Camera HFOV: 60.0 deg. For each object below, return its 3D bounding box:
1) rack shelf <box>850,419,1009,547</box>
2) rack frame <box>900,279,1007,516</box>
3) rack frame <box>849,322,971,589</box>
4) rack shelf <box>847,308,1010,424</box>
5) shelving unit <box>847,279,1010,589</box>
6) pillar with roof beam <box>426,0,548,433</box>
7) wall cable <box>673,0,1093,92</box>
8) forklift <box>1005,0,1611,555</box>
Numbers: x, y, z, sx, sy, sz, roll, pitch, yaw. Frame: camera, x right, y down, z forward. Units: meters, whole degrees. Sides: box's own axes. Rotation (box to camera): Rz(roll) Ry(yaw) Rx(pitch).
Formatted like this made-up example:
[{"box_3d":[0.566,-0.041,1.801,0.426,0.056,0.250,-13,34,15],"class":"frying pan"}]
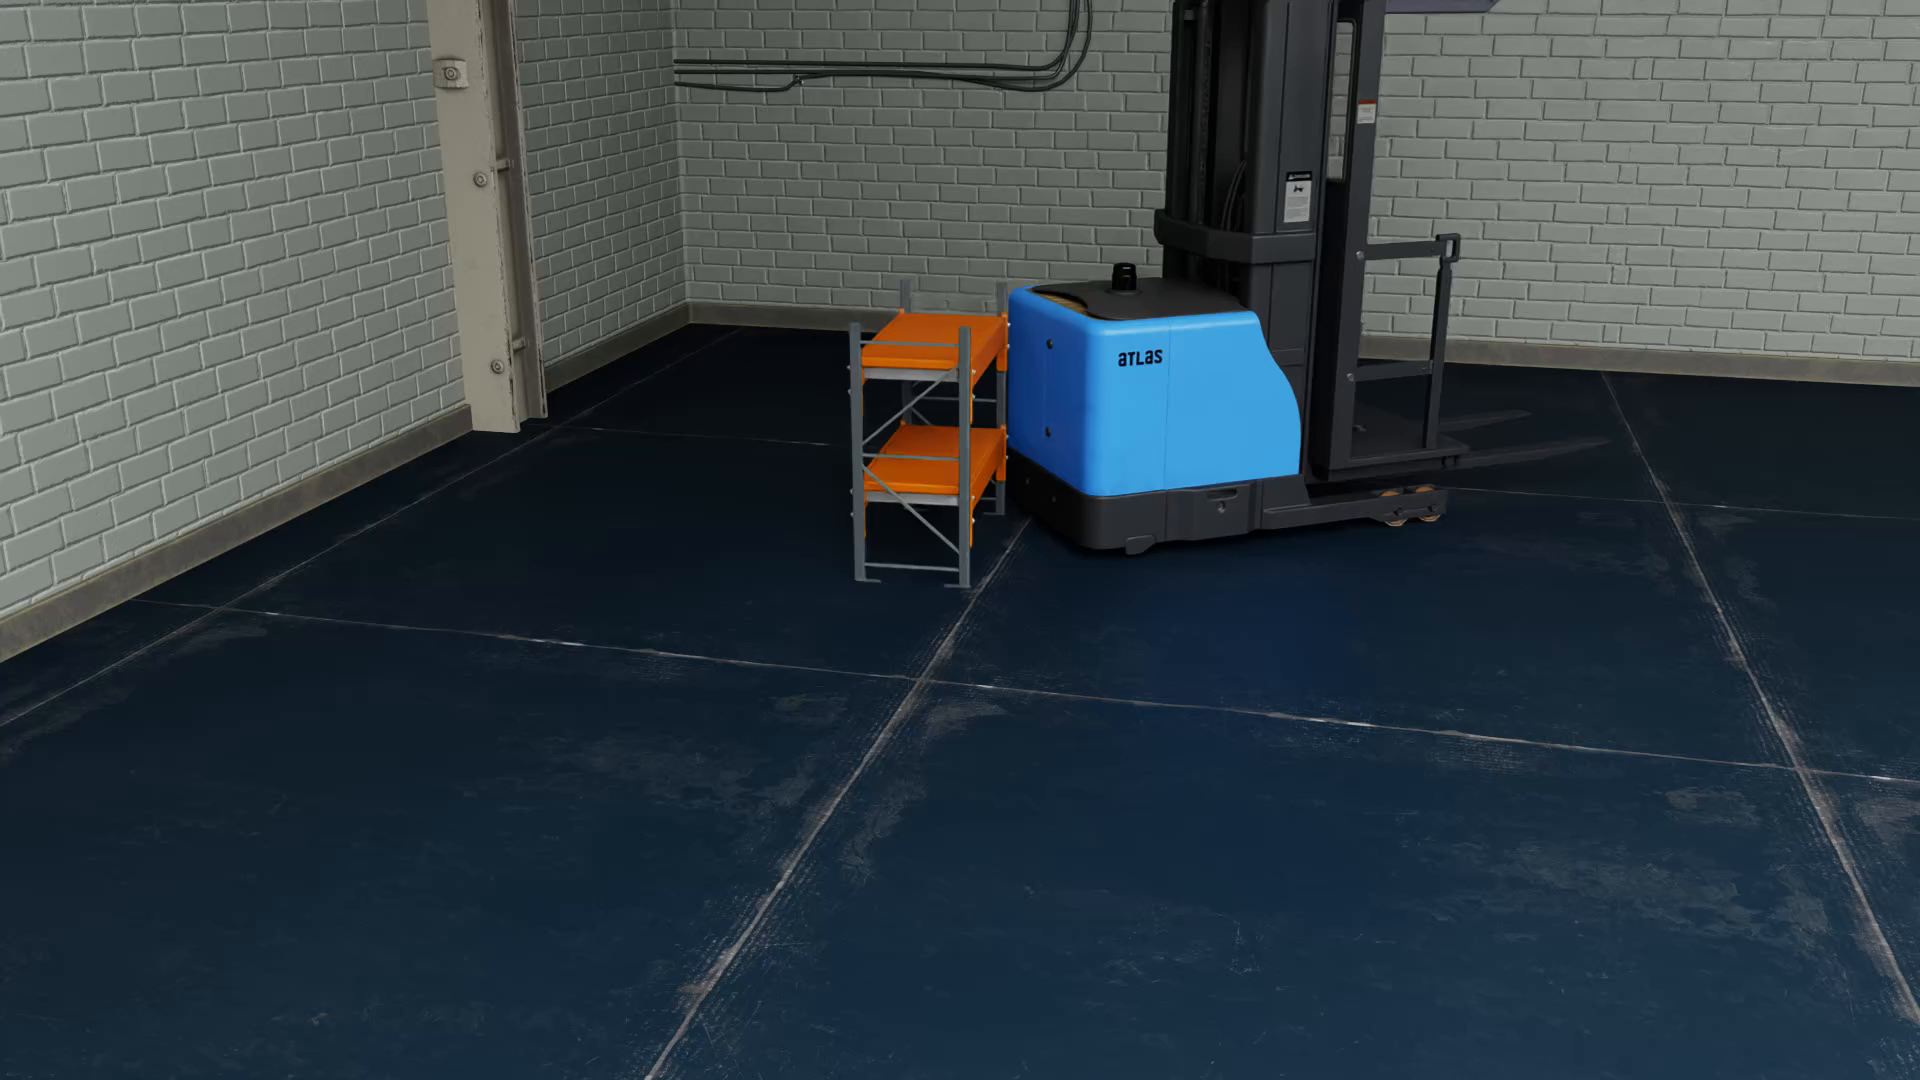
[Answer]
[{"box_3d":[-0.117,-0.274,7.505,0.538,0.278,1.000,3,19,9],"class":"rack shelf"},{"box_3d":[-0.029,-0.667,7.899,0.500,1.125,0.032,3,19,9],"class":"rack frame"},{"box_3d":[-0.205,-0.343,6.952,0.500,1.125,0.032,3,19,9],"class":"rack frame"},{"box_3d":[-0.117,-0.782,7.331,0.538,0.278,1.000,3,19,9],"class":"rack shelf"},{"box_3d":[-0.117,-0.505,7.426,0.538,1.125,1.048,3,19,9],"class":"shelving unit"},{"box_3d":[1.545,-4.602,7.239,9.100,9.000,0.400,5,19,13],"class":"pillar with roof beam"},{"box_3d":[-0.628,-4.291,11.133,3.097,2.526,0.112,5,19,13],"class":"wall cable"},{"box_3d":[1.787,-1.601,7.840,3.031,2.935,1.130,-7,20,-20],"class":"forklift"}]
